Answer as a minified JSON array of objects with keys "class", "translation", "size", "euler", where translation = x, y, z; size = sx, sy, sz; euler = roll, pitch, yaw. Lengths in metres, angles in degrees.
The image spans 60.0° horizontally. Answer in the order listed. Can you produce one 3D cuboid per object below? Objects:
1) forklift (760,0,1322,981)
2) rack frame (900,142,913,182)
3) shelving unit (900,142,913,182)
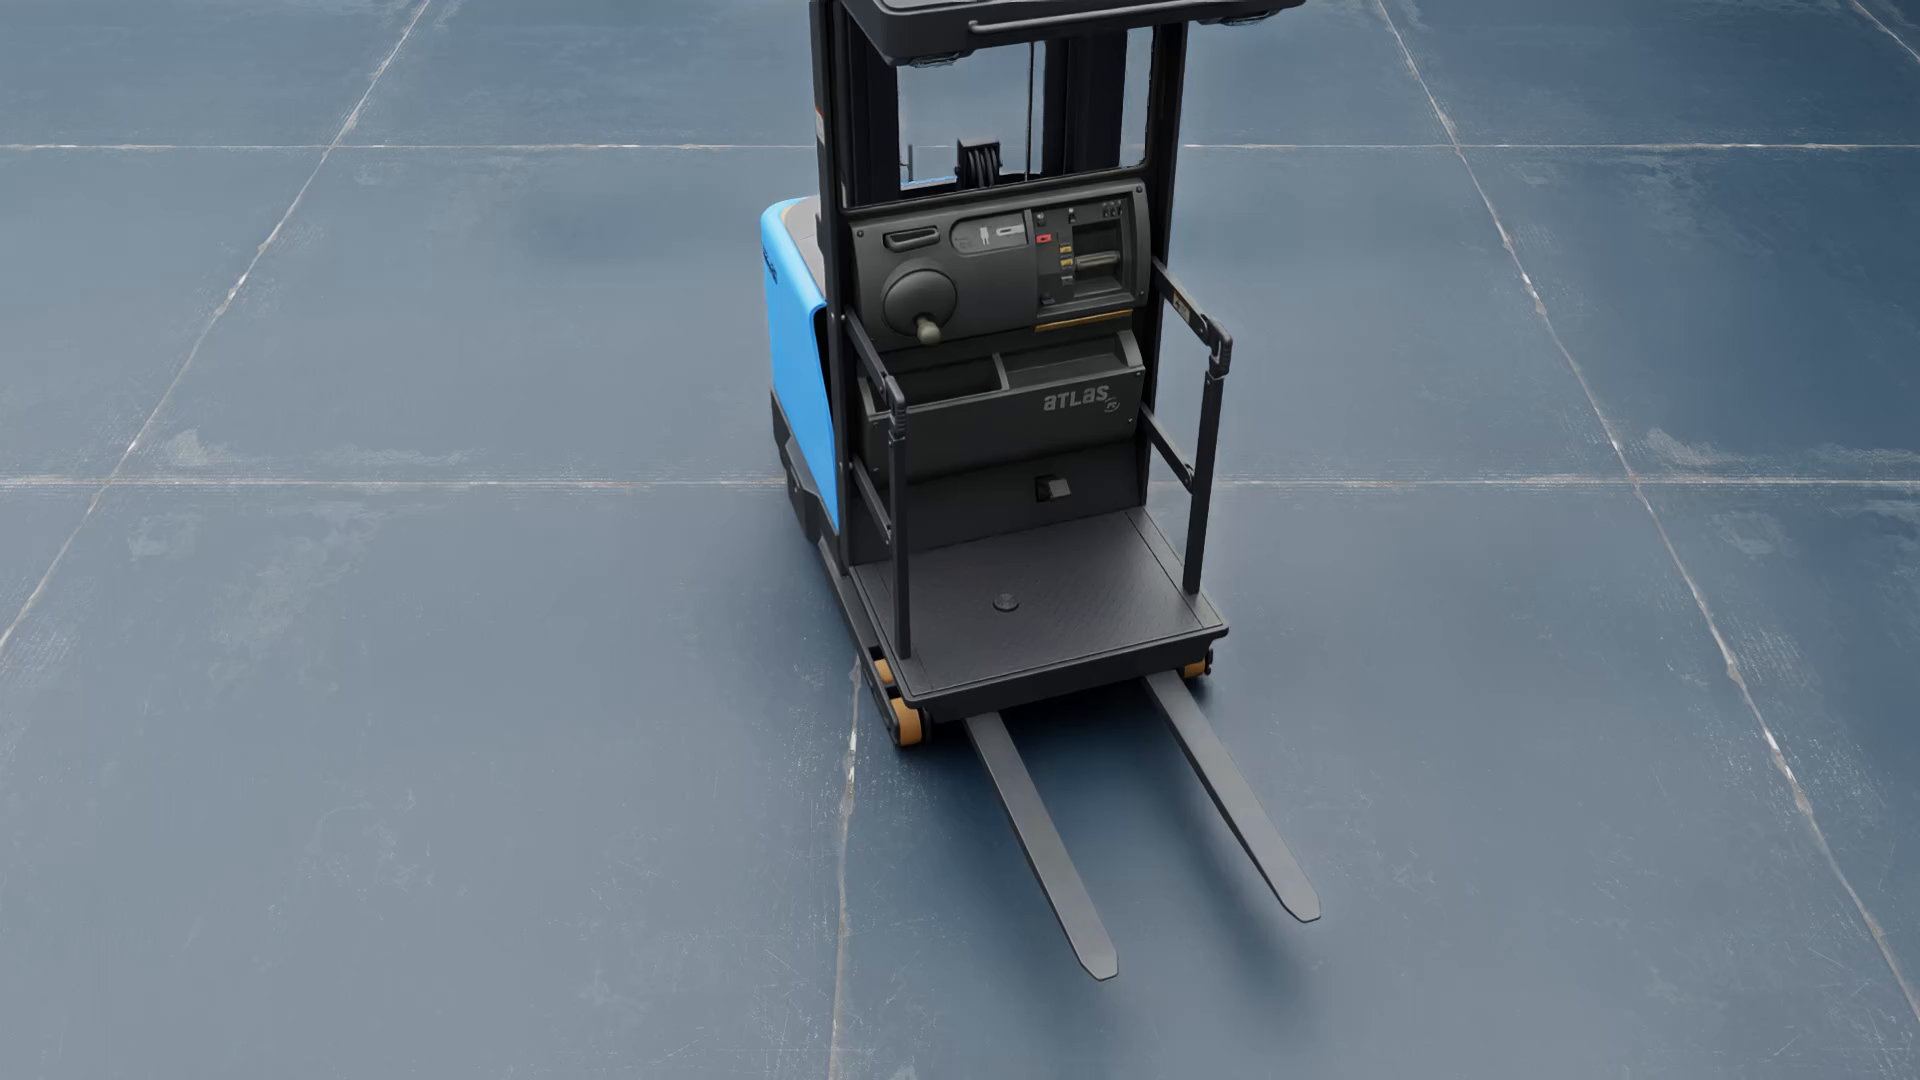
[{"class":"forklift","translation":[0.205,-0.760,4.854],"size":[1.130,2.935,3.031],"euler":[-12,40,-14]},{"class":"rack frame","translation":[-0.294,-0.984,6.519],"size":[0.240,1.200,0.006],"euler":[-12,40,-14]},{"class":"shelving unit","translation":[-0.323,-1.039,6.587],"size":[0.258,1.200,0.189],"euler":[-12,40,-14]}]
